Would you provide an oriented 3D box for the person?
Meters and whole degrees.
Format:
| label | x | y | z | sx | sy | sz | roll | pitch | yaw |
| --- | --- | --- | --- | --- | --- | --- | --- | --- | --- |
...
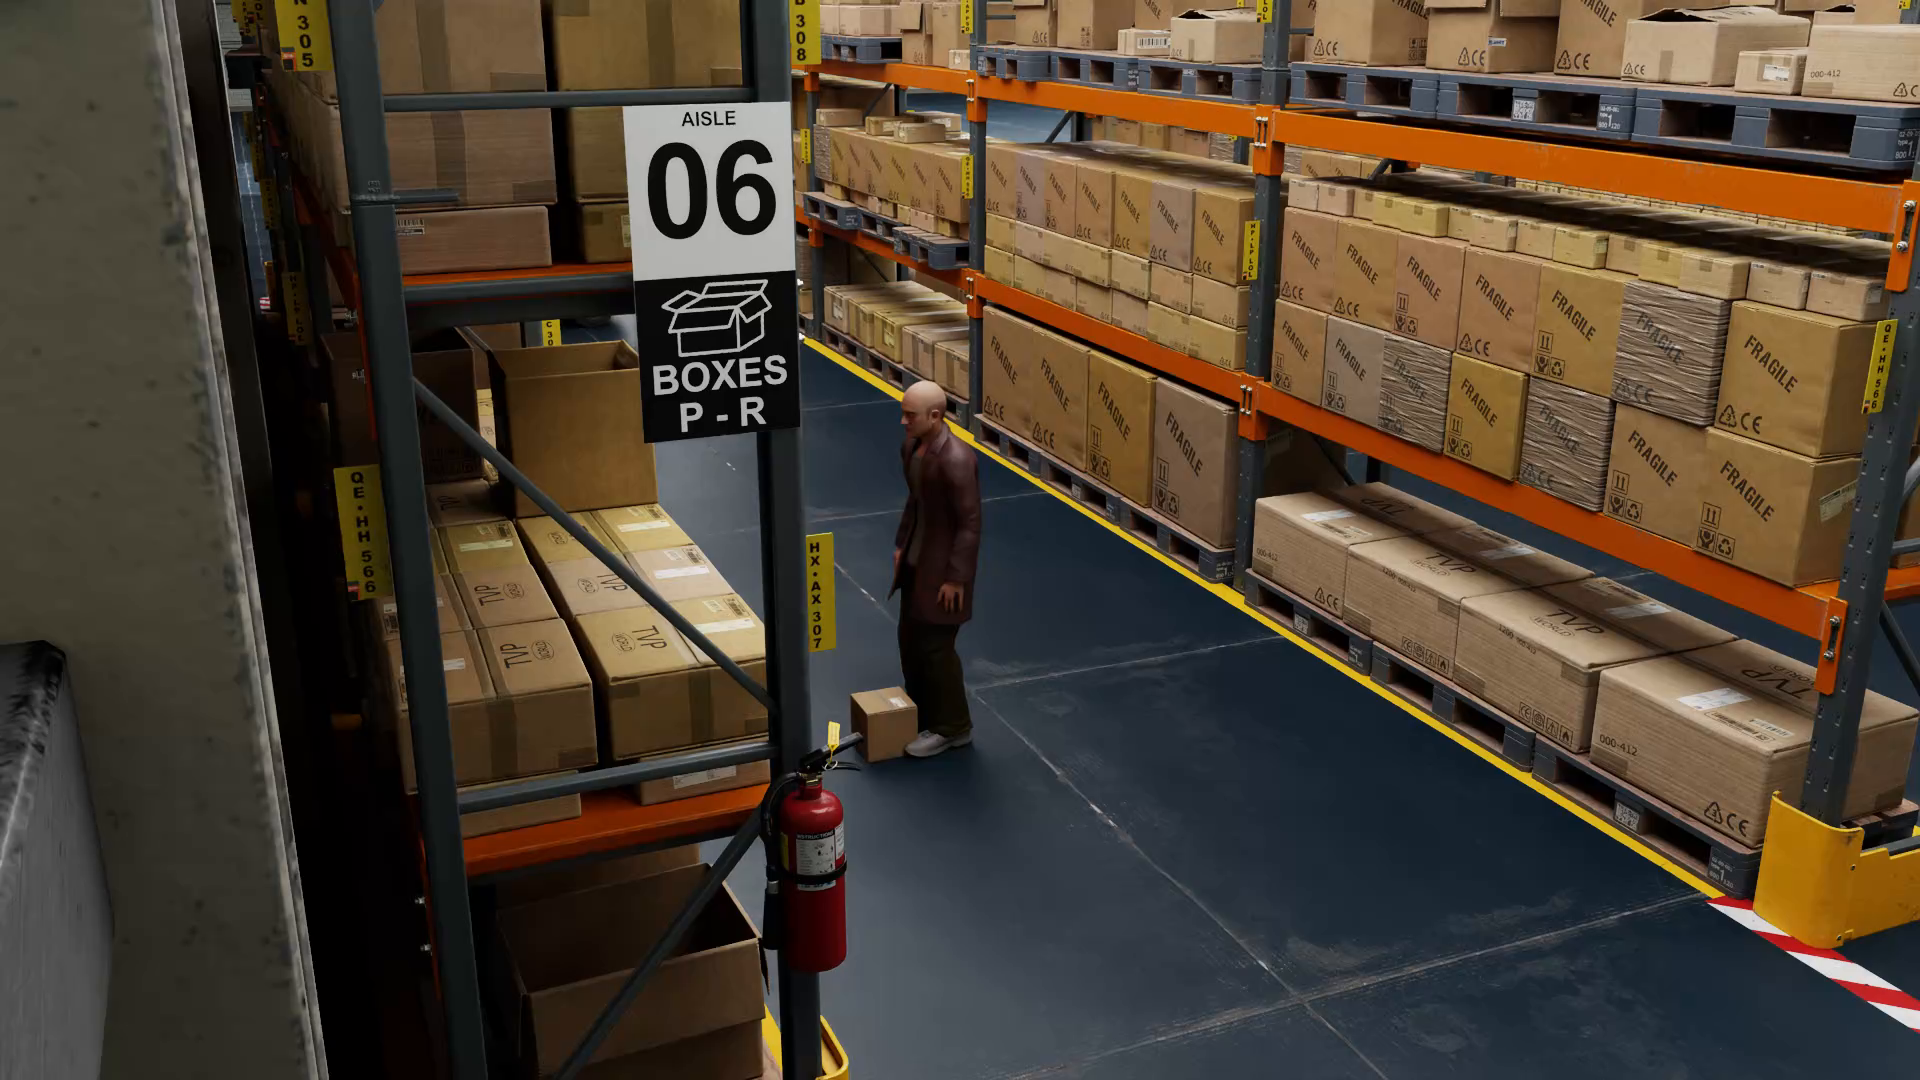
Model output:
| label | x | y | z | sx | sy | sz | roll | pitch | yaw |
| --- | --- | --- | --- | --- | --- | --- | --- | --- | --- |
| person | -0.129 | 0.119 | 7.733 | 0.429 | 1.772 | 0.645 | -9 | 21 | -25 |
